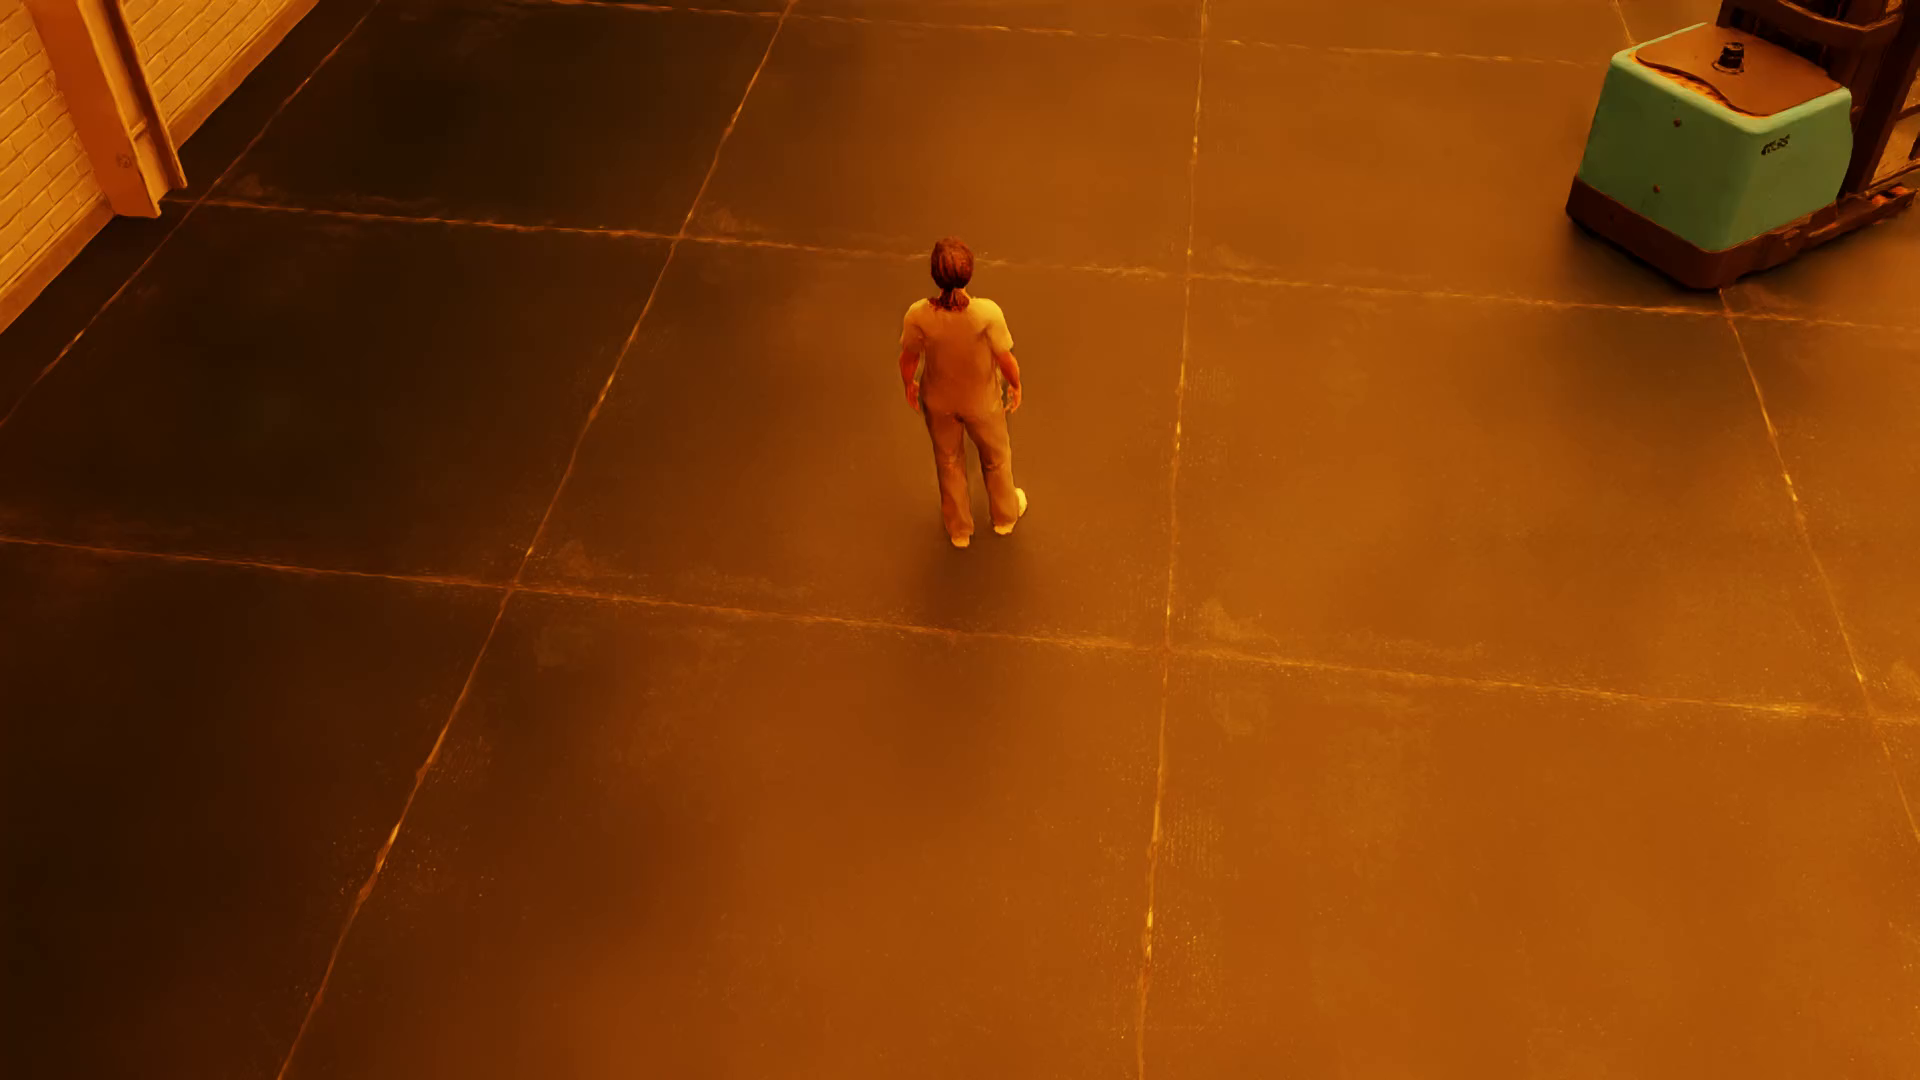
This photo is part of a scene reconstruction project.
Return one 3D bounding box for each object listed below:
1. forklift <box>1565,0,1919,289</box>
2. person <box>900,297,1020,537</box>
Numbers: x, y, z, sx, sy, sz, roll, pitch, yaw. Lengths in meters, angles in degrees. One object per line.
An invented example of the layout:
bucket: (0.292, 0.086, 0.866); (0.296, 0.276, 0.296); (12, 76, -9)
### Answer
forklift: (5.134, -3.250, 9.263); (3.031, 2.935, 1.130); (-23, 47, -23)
person: (0.011, -0.574, 7.401); (0.519, 1.361, 0.395); (5, 43, 6)
